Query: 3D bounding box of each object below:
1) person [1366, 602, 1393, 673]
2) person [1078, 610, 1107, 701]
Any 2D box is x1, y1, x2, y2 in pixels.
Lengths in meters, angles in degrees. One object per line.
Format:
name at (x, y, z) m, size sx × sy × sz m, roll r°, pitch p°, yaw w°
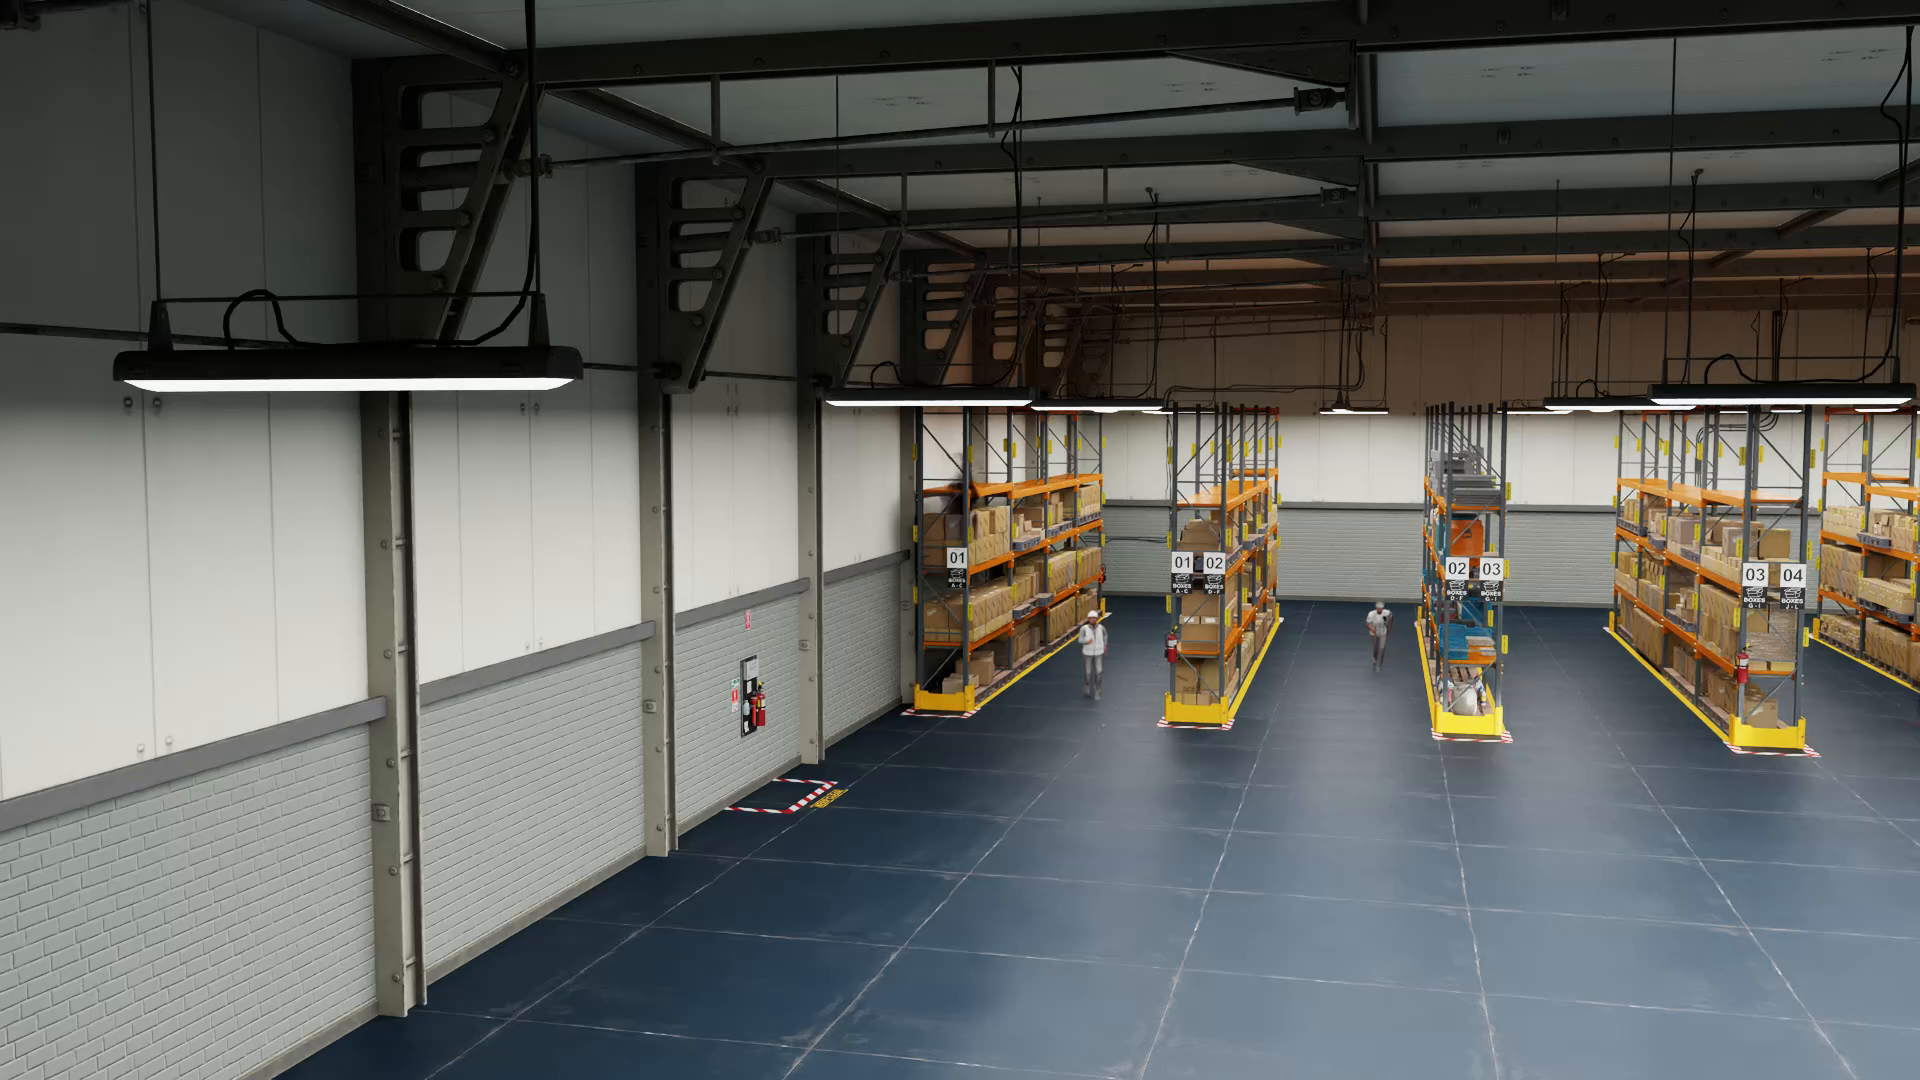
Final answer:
person at (9.484, 2.168, 37.666) m, size 0.611 × 1.628 × 0.979 m, roll 0°, pitch 4°, yaw 7°
person at (2.700, 2.342, 33.799) m, size 0.638 × 1.833 × 0.847 m, roll 0°, pitch 4°, yaw -3°
